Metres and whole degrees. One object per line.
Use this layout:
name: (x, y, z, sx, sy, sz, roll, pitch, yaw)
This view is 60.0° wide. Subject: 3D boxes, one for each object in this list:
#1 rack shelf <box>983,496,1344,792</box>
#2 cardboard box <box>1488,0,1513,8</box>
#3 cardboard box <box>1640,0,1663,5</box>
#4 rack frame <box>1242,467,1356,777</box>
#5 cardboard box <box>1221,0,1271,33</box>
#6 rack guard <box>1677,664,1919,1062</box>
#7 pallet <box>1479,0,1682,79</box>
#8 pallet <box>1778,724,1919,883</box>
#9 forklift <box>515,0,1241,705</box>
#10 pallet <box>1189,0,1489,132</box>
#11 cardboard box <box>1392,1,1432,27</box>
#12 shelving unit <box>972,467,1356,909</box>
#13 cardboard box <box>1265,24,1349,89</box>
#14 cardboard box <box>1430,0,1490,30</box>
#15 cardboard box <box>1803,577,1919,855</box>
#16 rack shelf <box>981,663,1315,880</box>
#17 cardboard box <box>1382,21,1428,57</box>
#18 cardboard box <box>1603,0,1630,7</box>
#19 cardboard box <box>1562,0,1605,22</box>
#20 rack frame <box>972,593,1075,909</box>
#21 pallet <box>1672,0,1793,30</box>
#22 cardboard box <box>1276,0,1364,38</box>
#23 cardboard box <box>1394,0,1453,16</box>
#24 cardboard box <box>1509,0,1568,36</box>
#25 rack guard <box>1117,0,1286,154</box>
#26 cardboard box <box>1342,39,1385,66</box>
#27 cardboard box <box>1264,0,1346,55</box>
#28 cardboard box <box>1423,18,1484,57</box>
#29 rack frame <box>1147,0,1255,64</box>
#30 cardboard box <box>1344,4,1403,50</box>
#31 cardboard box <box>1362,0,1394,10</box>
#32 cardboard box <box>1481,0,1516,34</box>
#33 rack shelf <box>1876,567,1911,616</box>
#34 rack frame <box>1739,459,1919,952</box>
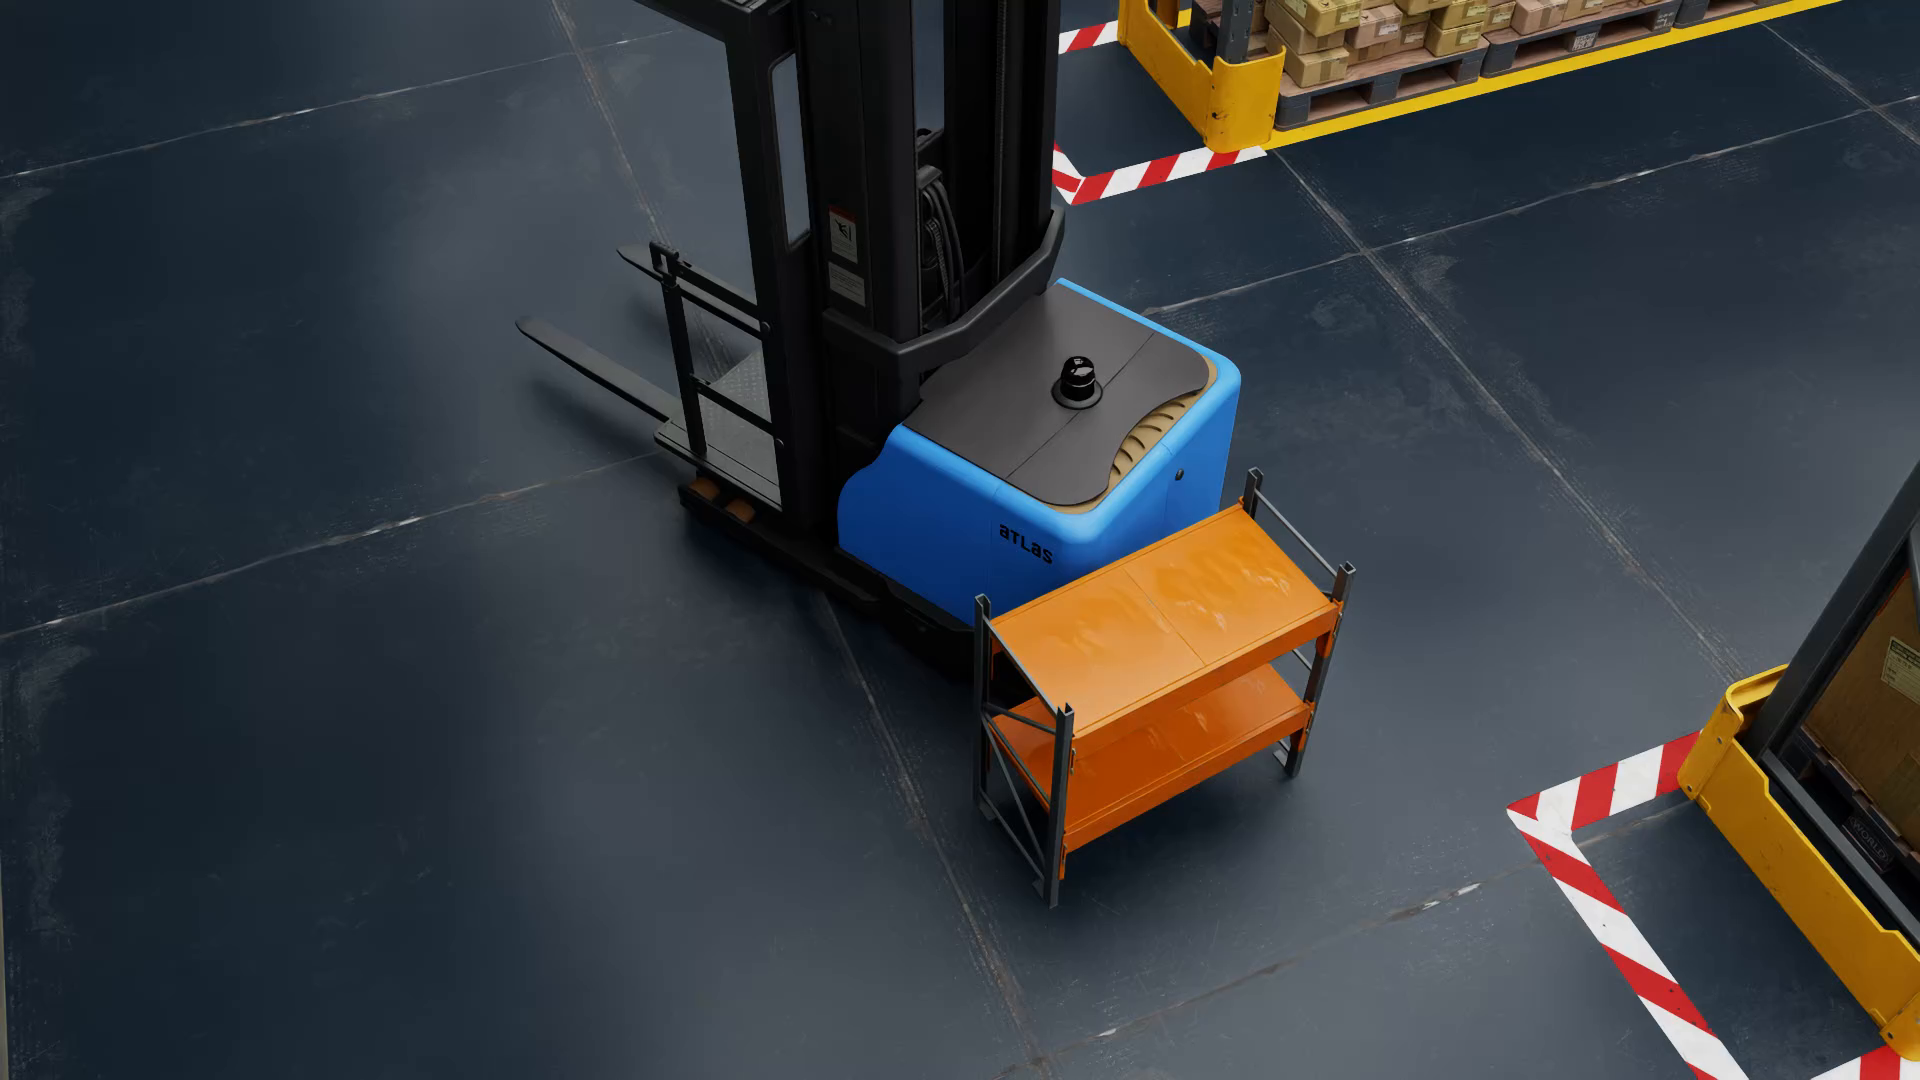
rack shelf: (0.621, 0.307, 5.200, 1.000, 0.278, 0.538, -24, 54, -19)
cardboard box: (2.667, -2.899, 8.509, 0.250, 0.149, 0.380, -19, 52, -16)
cardboard box: (3.639, -3.019, 8.808, 0.250, 0.149, 0.380, -17, 52, -14)
rack frame: (1.059, 0.301, 5.591, 0.032, 1.125, 0.500, -24, 54, -19)
cardboard box: (1.537, -2.818, 8.636, 0.250, 0.149, 0.380, -16, 51, -14)
rack guard: (2.888, 1.022, 5.384, 0.348, 0.500, 1.175, -17, 52, -14)
pallet: (3.092, -2.981, 9.011, 1.213, 0.211, 1.003, -17, 52, -14)
pallet: (3.621, 0.825, 5.744, 1.213, 0.211, 1.003, -17, 52, -14)
forklift: (-0.496, -1.243, 5.726, 3.031, 2.935, 1.130, 30, 56, 23)
pallet: (1.964, -2.634, 8.713, 1.213, 0.211, 1.003, -17, 52, -14)
cardboard box: (2.179, -2.758, 8.389, 0.250, 0.149, 0.380, -17, 51, -14)
shelving unit: (0.621, 0.497, 5.422, 1.048, 1.125, 0.538, -24, 54, -19)
cardboard box: (1.734, -2.446, 8.316, 0.250, 0.149, 0.380, -16, 51, -14)
cardboard box: (2.457, -2.756, 8.386, 0.250, 0.149, 0.380, -16, 51, -13)
cardboard box: (3.472, 0.516, 5.294, 0.875, 0.875, 0.875, -17, 52, -14)
rack shelf: (0.621, 0.657, 5.608, 1.000, 0.278, 0.538, -24, 54, -19)
cardboard box: (2.173, -2.654, 8.495, 0.250, 0.149, 0.380, -17, 51, -14)
cardboard box: (3.372, -2.991, 8.785, 0.250, 0.149, 0.380, -16, 51, -14)
cardboard box: (3.161, -2.899, 8.705, 0.250, 0.149, 0.380, -17, 52, -14)
rack frame: (0.184, 0.694, 5.253, 0.032, 1.125, 0.500, -24, 54, -19)
pallet: (4.223, -3.334, 9.314, 1.213, 0.211, 1.003, -17, 52, -14)
cardboard box: (1.742, -2.626, 8.079, 0.250, 0.149, 0.380, -19, 52, -16)
cardboard box: (2.233, -2.771, 8.204, 0.250, 0.149, 0.380, -17, 52, -14)
cardboard box: (2.915, -2.801, 8.621, 0.250, 0.149, 0.380, -20, 52, -16)
rack guard: (1.199, -2.520, 8.425, 0.348, 0.500, 1.175, -17, 52, -14)
cardboard box: (1.946, -2.578, 8.430, 0.250, 0.149, 0.380, -17, 52, -14)
cardboard box: (1.711, -2.587, 8.242, 0.250, 0.149, 0.380, -15, 51, -13)
cardboard box: (2.451, -2.651, 8.492, 0.250, 0.149, 0.380, -17, 51, -14)
rack frame: (1.128, -3.312, 7.458, 0.127, 3.000, 1.000, -17, 52, -14)
cardboard box: (1.985, -2.626, 8.275, 0.250, 0.149, 0.380, -17, 52, -14)
cardboard box: (1.952, -2.789, 8.219, 0.250, 0.149, 0.380, -16, 51, -14)
cardboard box: (2.651, -2.791, 8.612, 0.250, 0.149, 0.380, -17, 51, -14)
rack shelf: (4.762, -0.139, 5.207, 4.000, 0.370, 1.077, -17, 52, -14)
rack frame: (2.910, 0.200, 4.441, 0.127, 3.000, 1.000, -17, 52, -14)
